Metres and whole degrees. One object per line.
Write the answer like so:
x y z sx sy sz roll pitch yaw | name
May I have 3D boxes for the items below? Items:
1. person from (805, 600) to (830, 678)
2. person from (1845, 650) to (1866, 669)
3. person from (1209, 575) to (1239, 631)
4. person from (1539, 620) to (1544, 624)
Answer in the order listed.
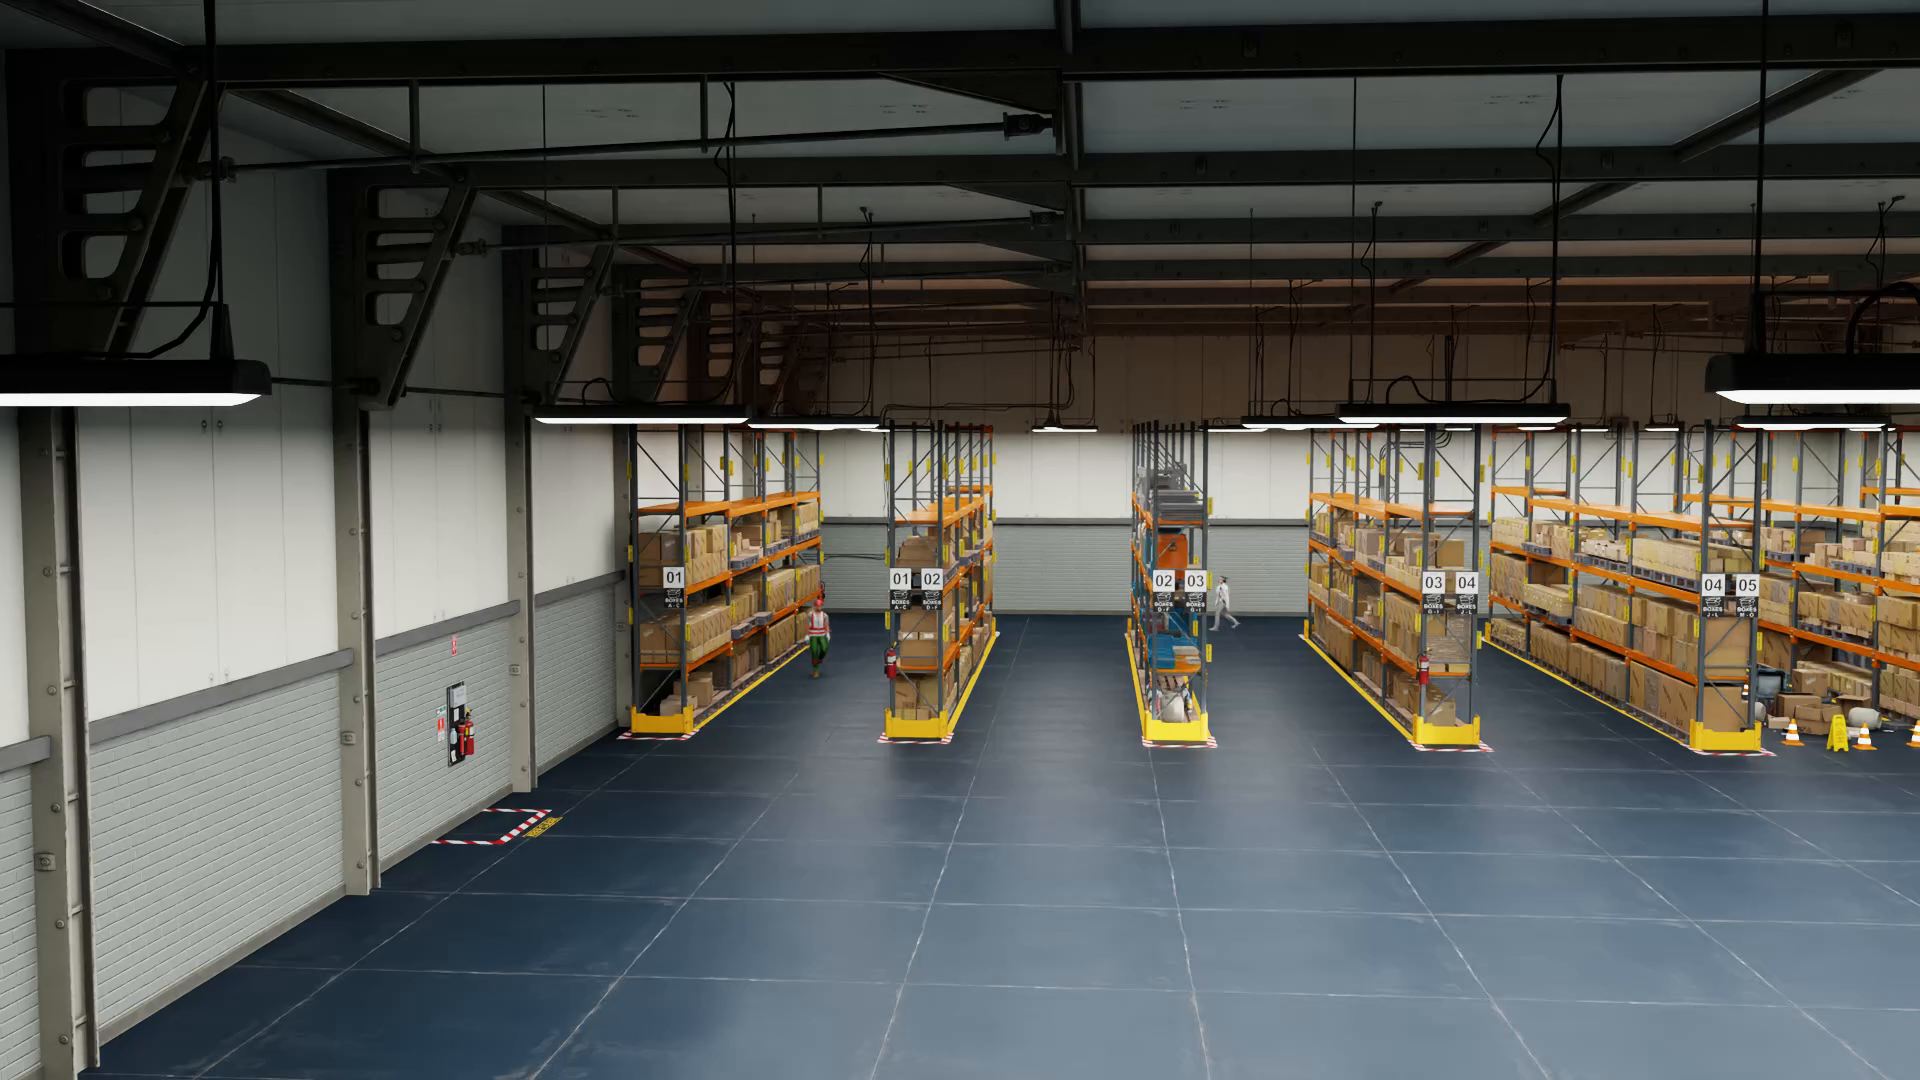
-3.358 2.346 39.583 0.569 1.810 0.693 -1 4 -19 | person
21.649 2.330 40.075 0.513 1.821 0.613 0 4 -1 | person
7.696 1.821 48.470 0.938 1.645 0.485 0 4 -6 | person
16.959 1.774 48.181 0.666 1.776 0.576 0 4 4 | person
